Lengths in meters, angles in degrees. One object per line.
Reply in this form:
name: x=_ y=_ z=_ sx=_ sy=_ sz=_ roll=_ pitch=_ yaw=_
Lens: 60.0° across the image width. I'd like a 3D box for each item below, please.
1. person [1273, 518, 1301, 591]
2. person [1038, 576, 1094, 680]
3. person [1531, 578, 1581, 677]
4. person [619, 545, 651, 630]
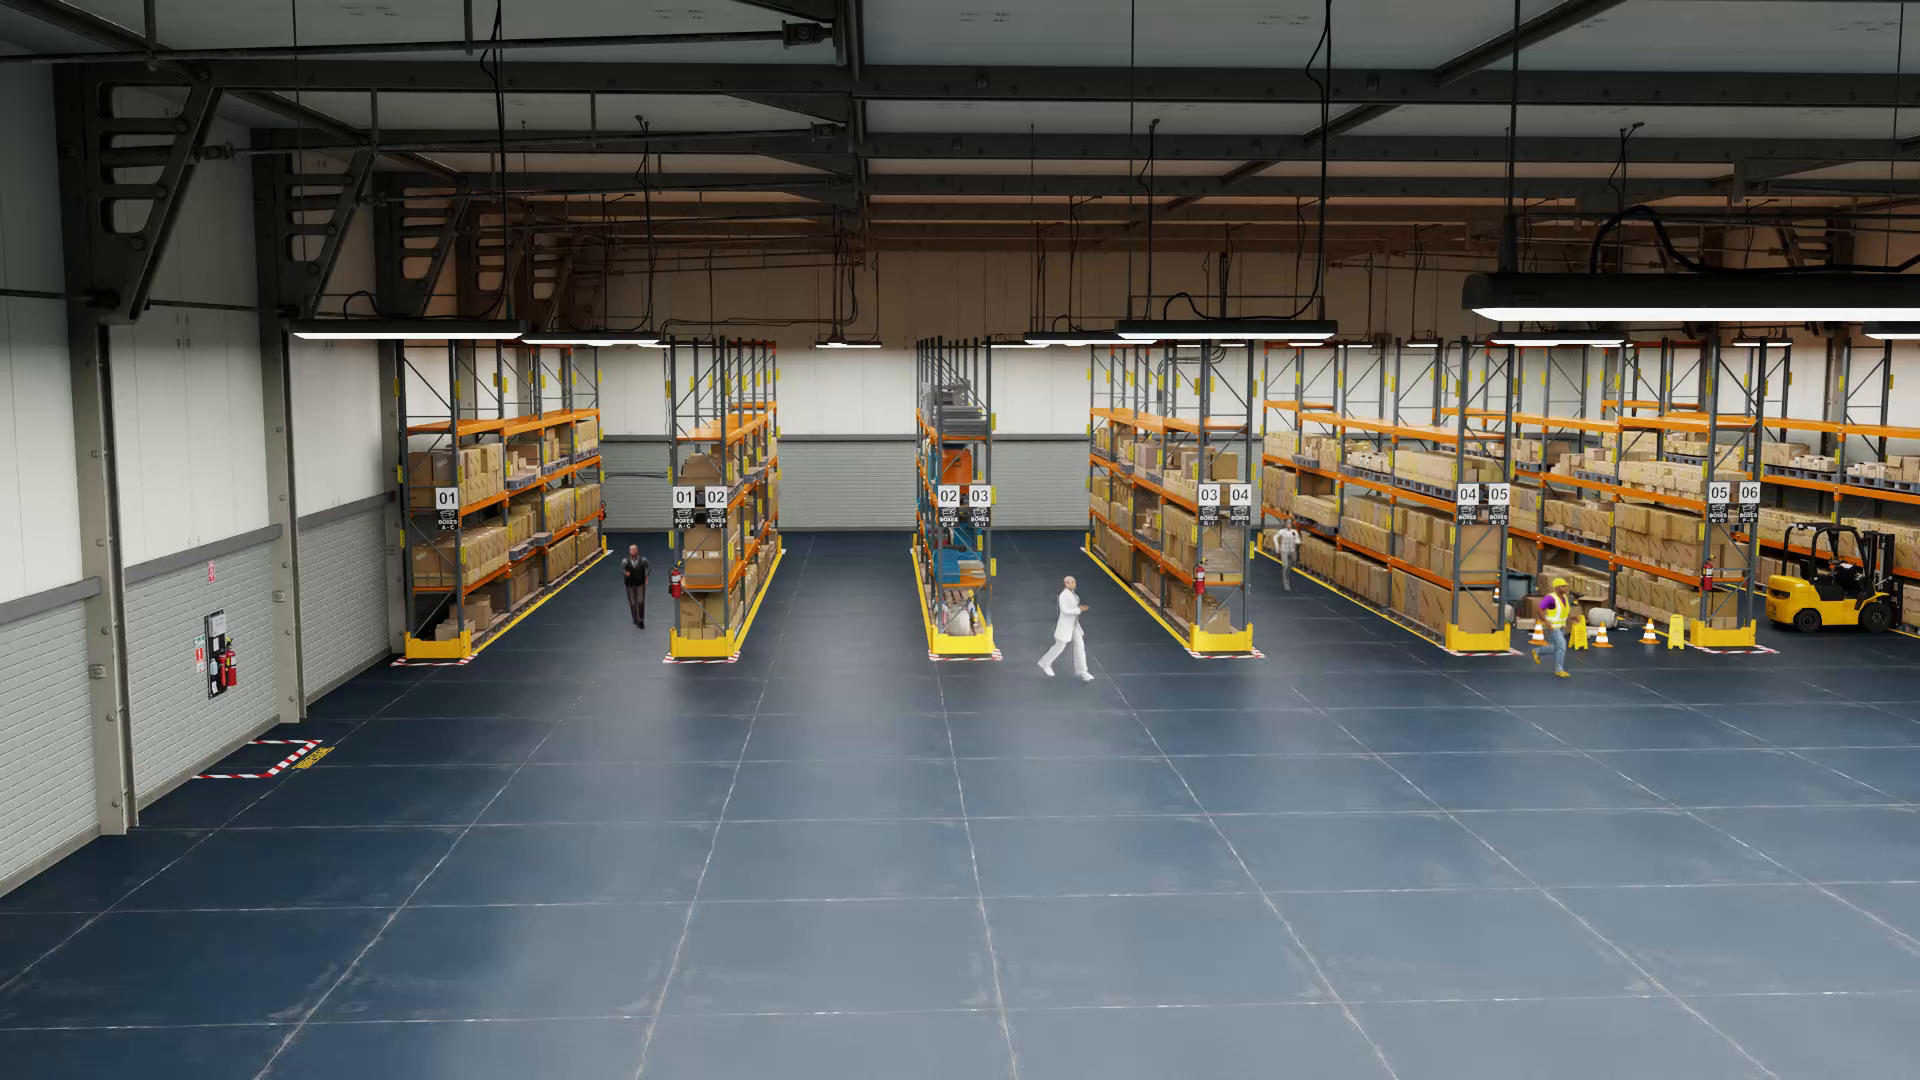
person: x=7.885 y=0.317 z=40.093 sx=0.549 sy=1.727 sz=0.826 roll=-1 pitch=7 yaw=-6
person: x=1.853 y=1.518 z=29.017 sx=1.033 sy=1.797 sz=0.690 roll=4 pitch=7 yaw=29
person: x=10.482 y=1.524 z=29.469 sx=0.682 sy=1.735 sz=0.845 roll=-5 pitch=8 yaw=-39
person: x=-6.709 y=0.983 z=34.368 sx=0.635 sy=1.767 sz=0.756 roll=-1 pitch=7 yaw=-5
